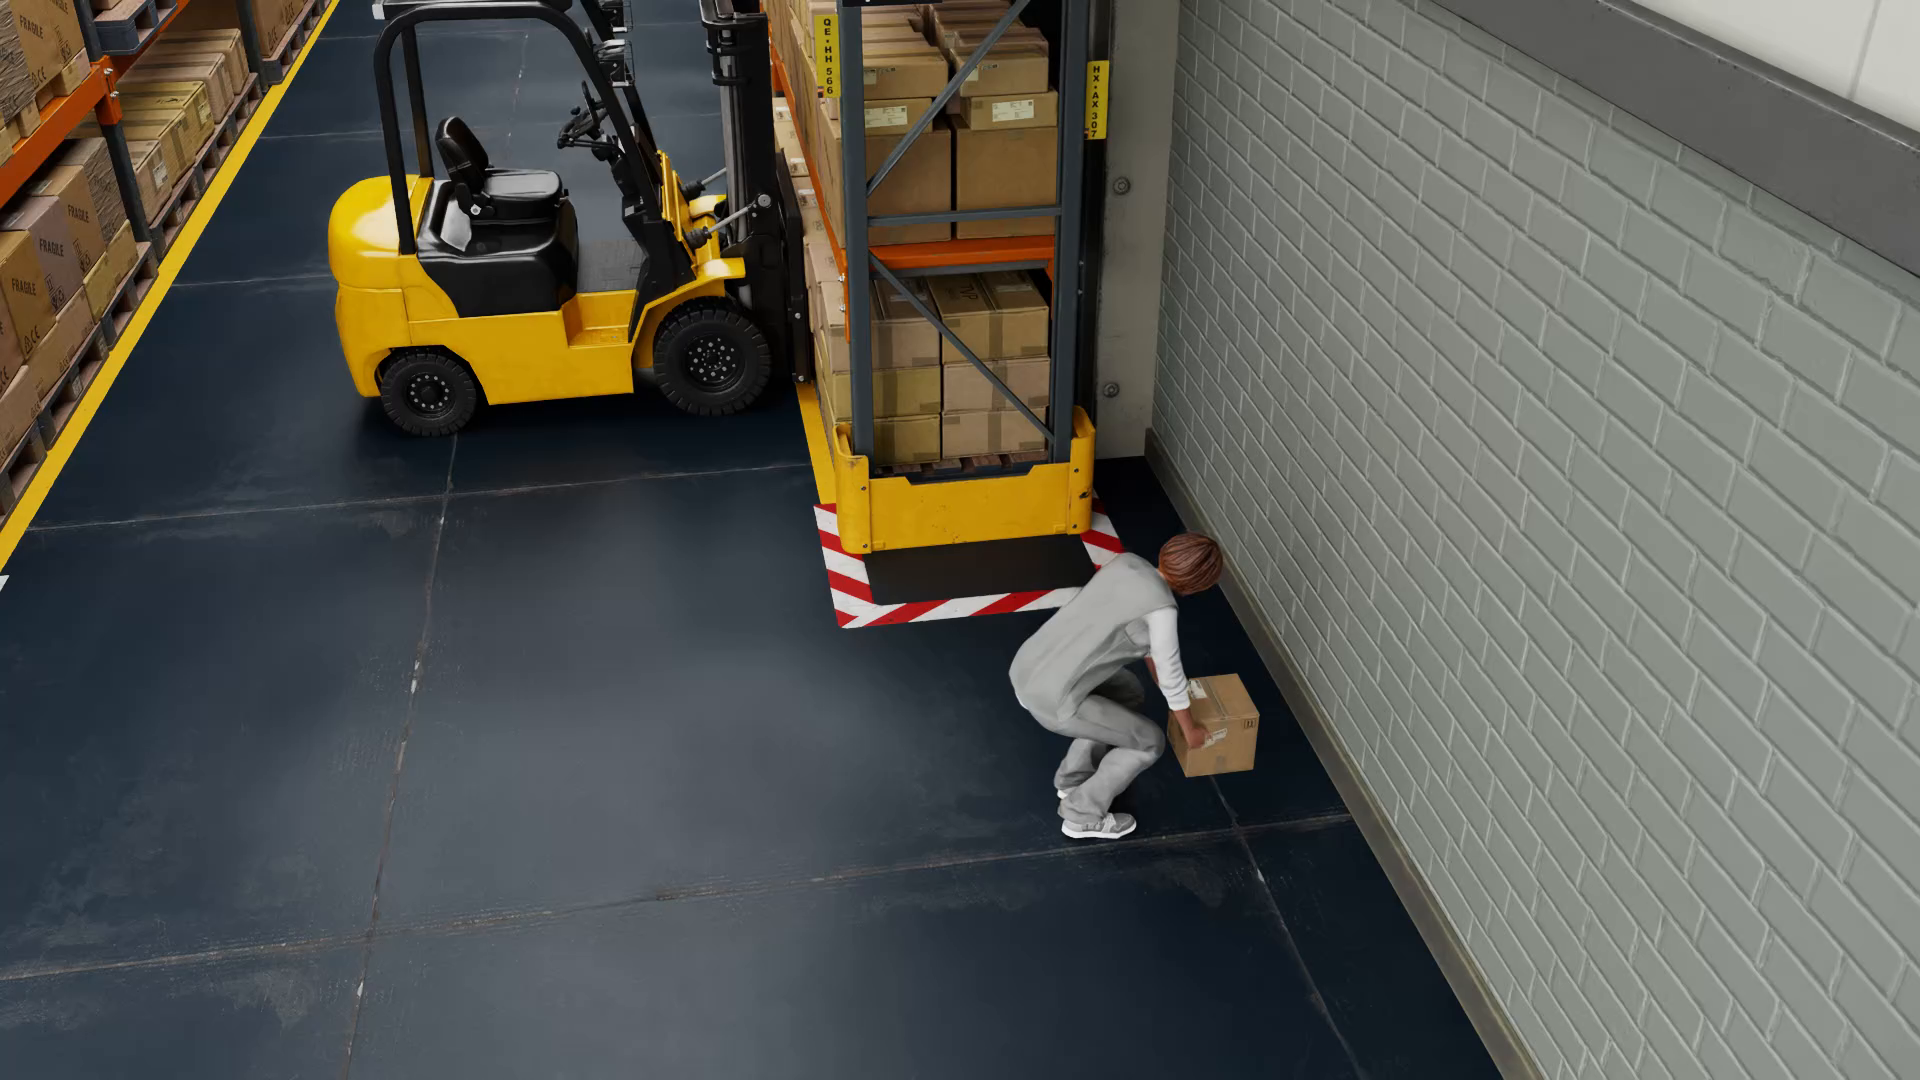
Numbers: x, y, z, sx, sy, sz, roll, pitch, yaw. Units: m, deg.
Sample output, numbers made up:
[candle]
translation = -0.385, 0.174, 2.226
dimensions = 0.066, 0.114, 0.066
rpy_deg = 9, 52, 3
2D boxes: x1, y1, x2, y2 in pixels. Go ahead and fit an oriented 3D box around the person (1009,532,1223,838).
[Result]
[person]
translation = 0.530, 0.493, 5.800
dimensions = 0.738, 1.111, 0.464
rpy_deg = -5, 32, -9
